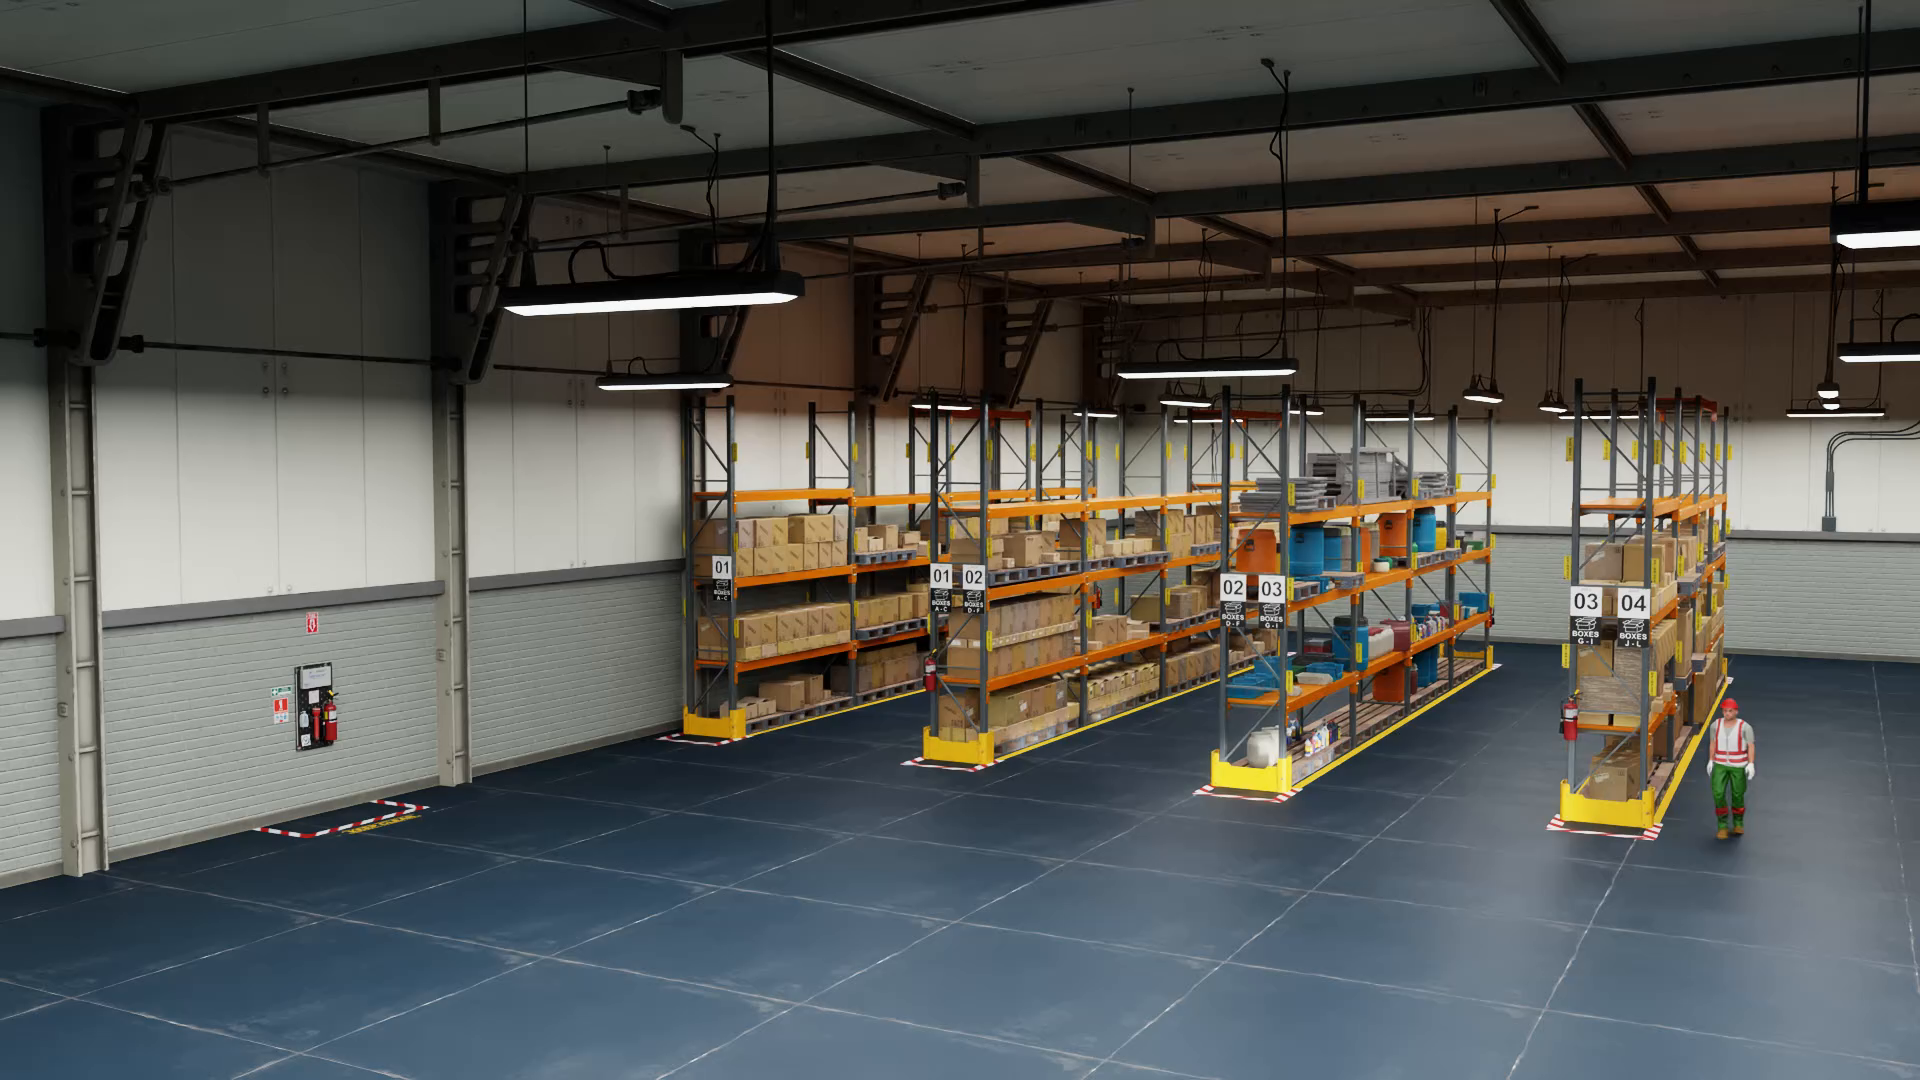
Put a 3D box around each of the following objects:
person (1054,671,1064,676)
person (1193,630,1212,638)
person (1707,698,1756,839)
[{"bbox_3d":[1.966,2.356,34.325,0.620,1.695,0.848,3,4,42],"label":"person"},{"bbox_3d":[6.382,1.959,43.650,0.406,1.471,0.910,-2,4,-36],"label":"person"},{"bbox_3d":[10.057,2.985,21.700,0.627,1.833,0.585,2,4,39],"label":"person"}]
